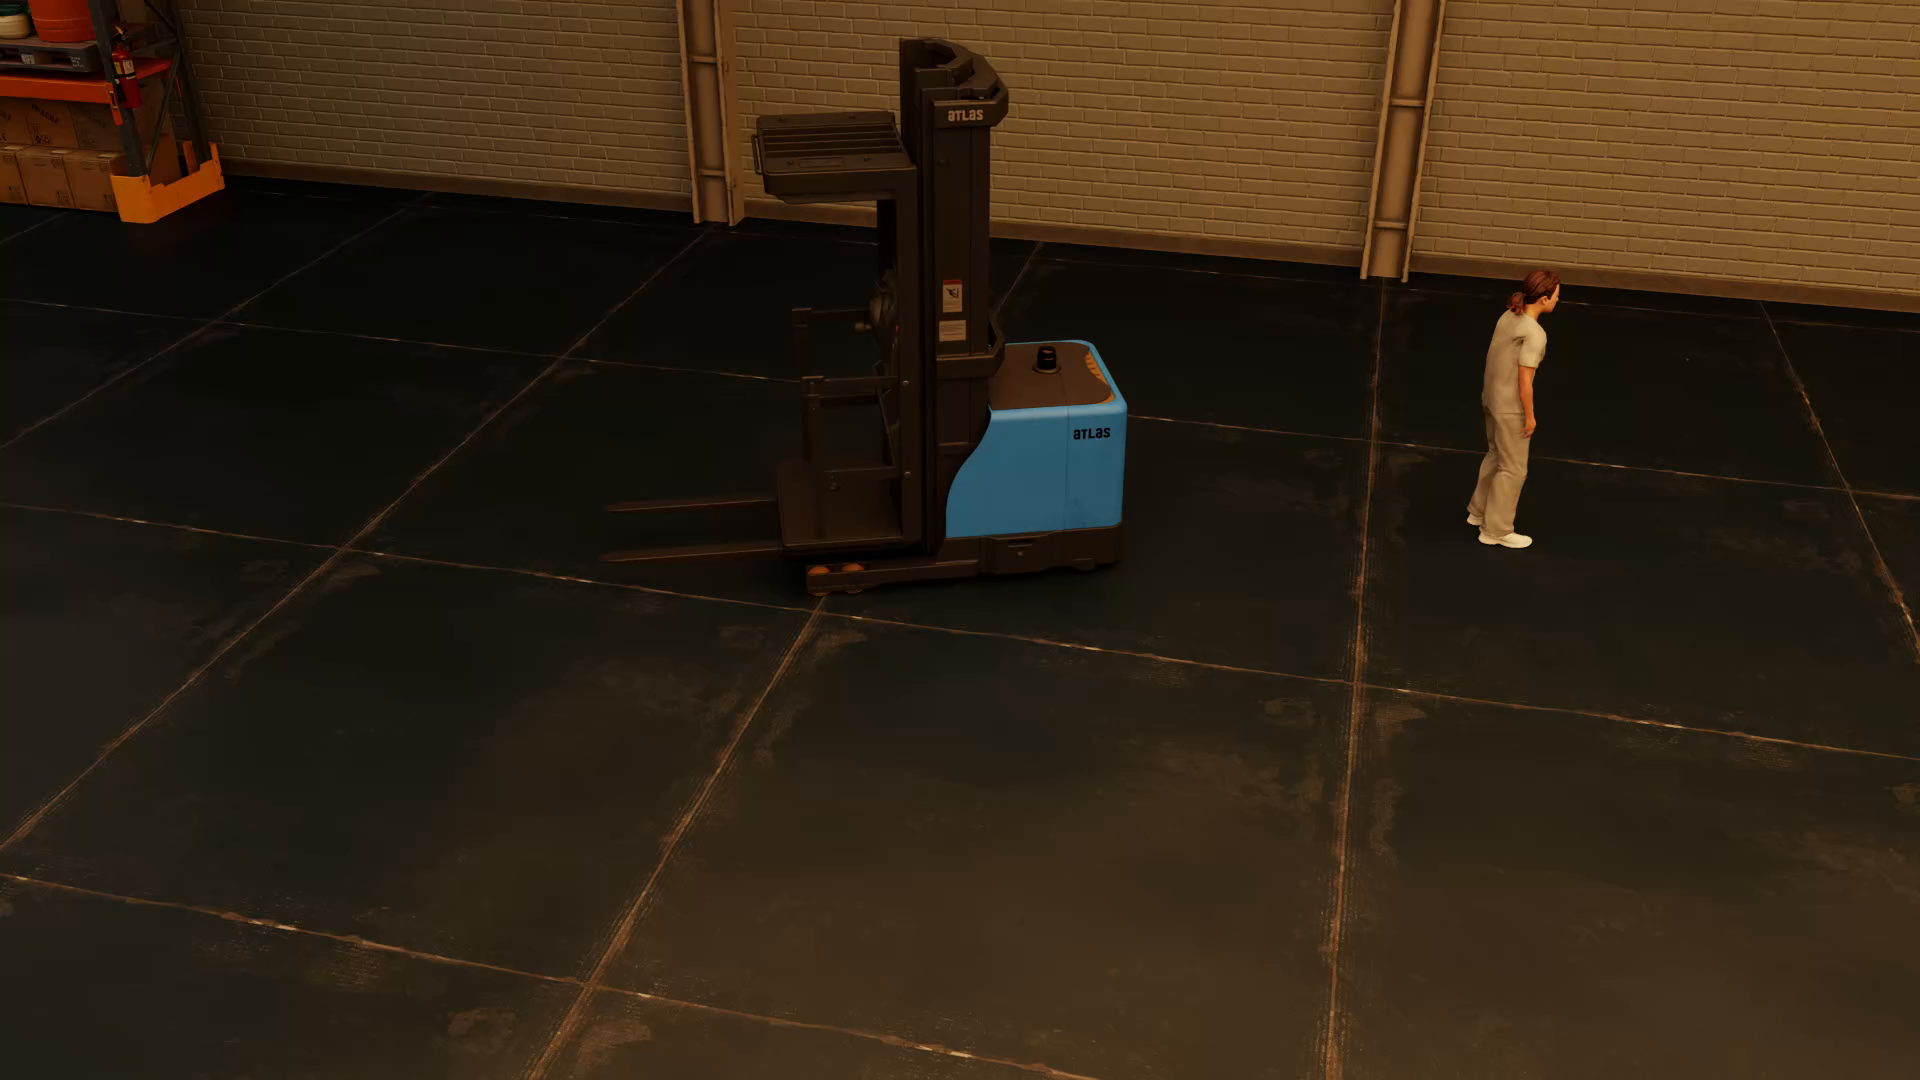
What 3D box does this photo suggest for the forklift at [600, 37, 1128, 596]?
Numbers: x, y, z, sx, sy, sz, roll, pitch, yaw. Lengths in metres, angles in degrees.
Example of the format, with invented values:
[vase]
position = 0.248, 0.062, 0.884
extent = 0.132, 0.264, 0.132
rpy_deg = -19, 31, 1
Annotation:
[forklift]
position = -0.602, -1.232, 9.345
extent = 3.031, 2.935, 1.130
rpy_deg = -4, 30, -7

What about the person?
[person]
position = 3.279, -0.791, 9.846
extent = 0.365, 1.671, 0.507
rpy_deg = -2, 30, -3
